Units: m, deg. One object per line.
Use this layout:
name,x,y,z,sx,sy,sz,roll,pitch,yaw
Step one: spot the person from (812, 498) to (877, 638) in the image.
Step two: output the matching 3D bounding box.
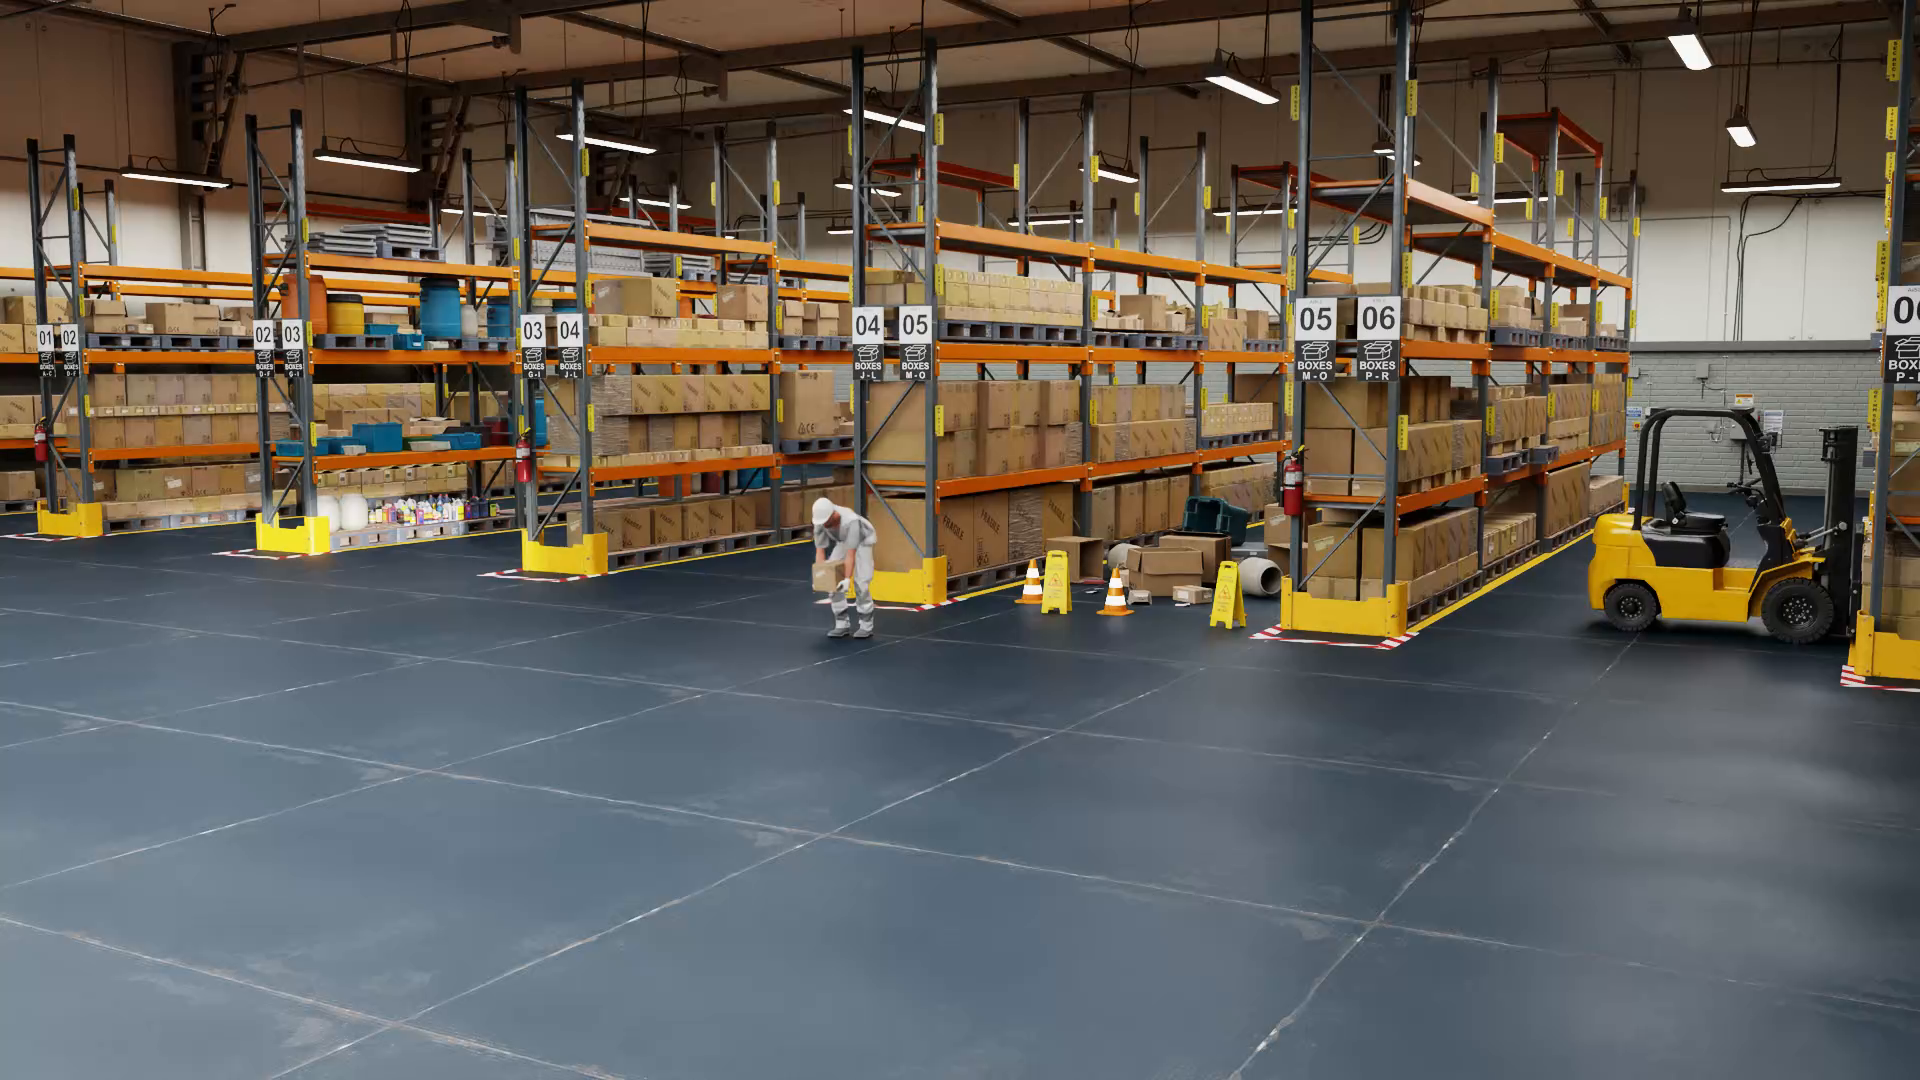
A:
person,-1.112,0.257,15.562,0.494,1.355,0.899,3,7,27
